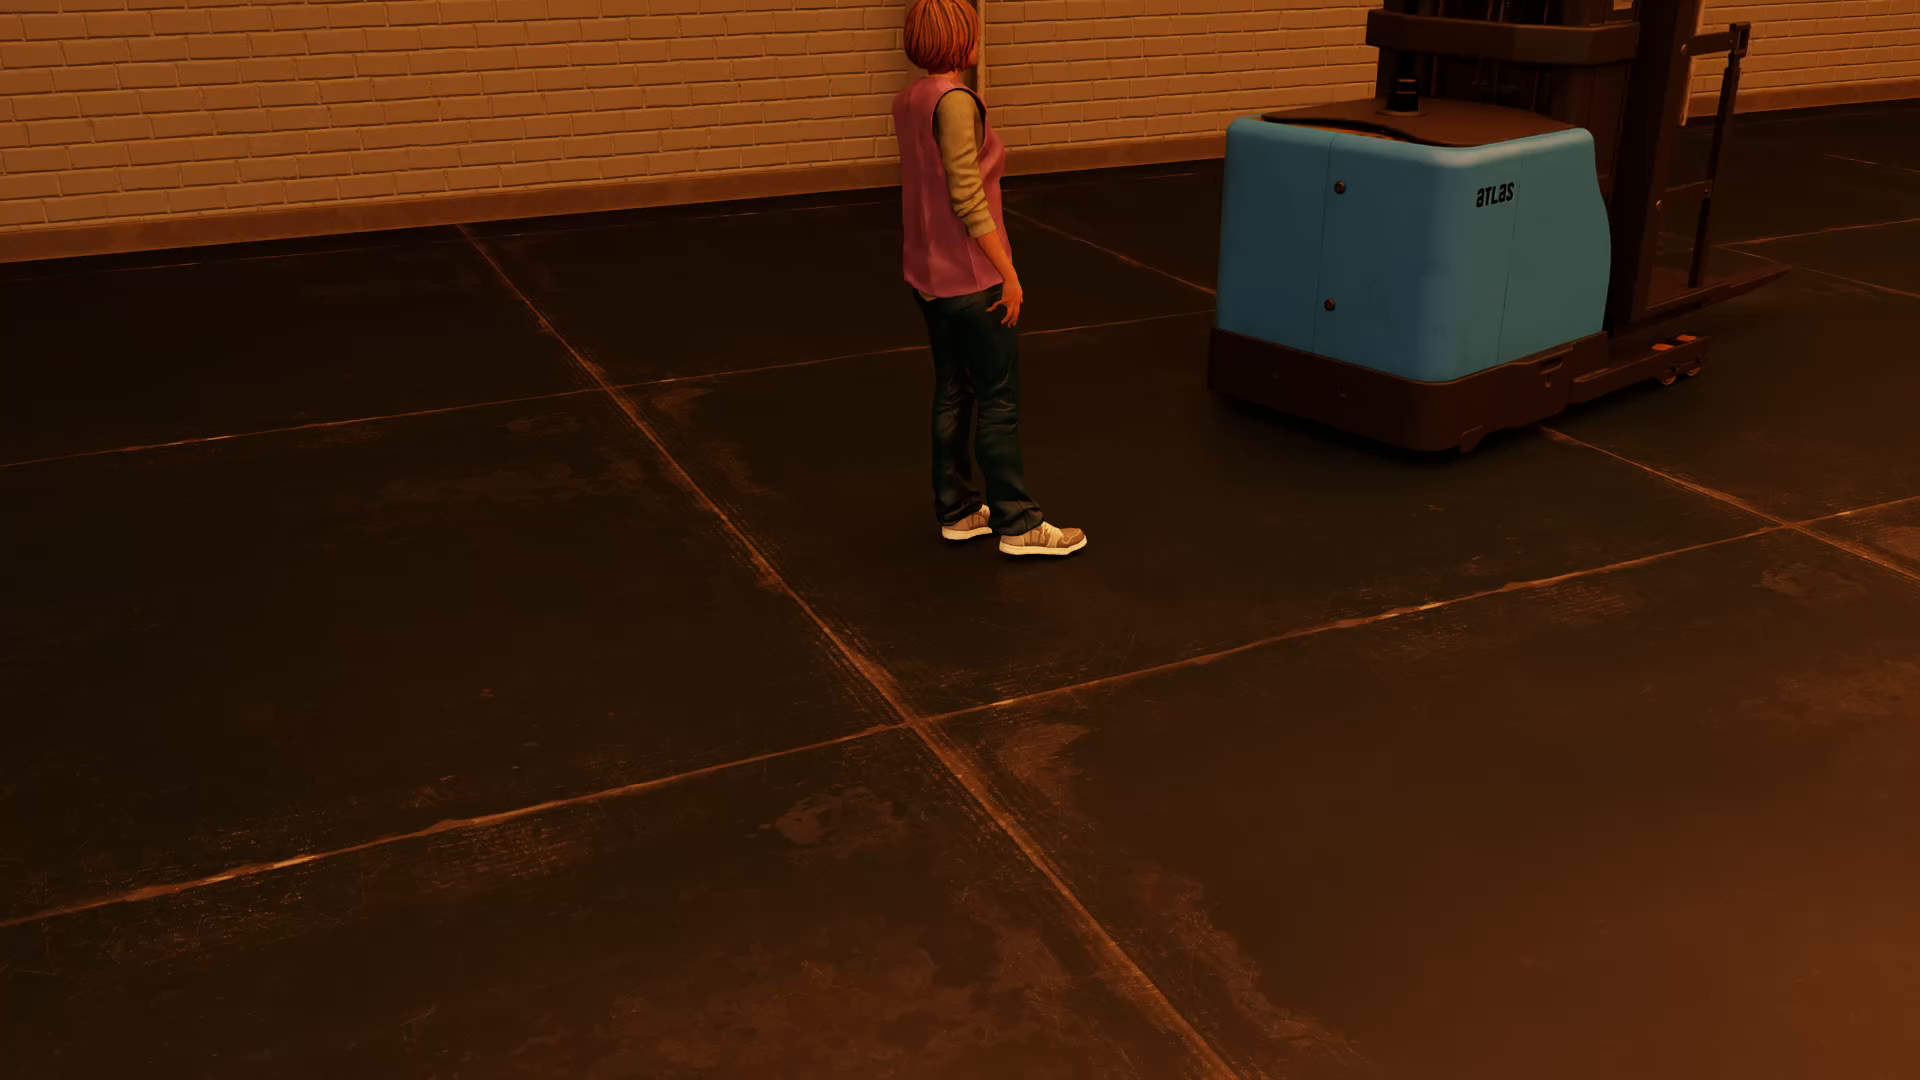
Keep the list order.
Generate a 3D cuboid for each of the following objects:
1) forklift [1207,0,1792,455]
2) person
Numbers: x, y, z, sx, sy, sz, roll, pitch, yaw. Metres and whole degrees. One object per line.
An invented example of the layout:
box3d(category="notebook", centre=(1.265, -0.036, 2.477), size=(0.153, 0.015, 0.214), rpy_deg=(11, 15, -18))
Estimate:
box3d(category="forklift", centre=(2.387, -2.100, 6.342), size=(3.031, 2.935, 1.130), rpy_deg=(-18, 29, -37))
box3d(category="person", centre=(0.074, -0.751, 4.816), size=(0.473, 1.599, 0.521), rpy_deg=(-10, 25, -23))
